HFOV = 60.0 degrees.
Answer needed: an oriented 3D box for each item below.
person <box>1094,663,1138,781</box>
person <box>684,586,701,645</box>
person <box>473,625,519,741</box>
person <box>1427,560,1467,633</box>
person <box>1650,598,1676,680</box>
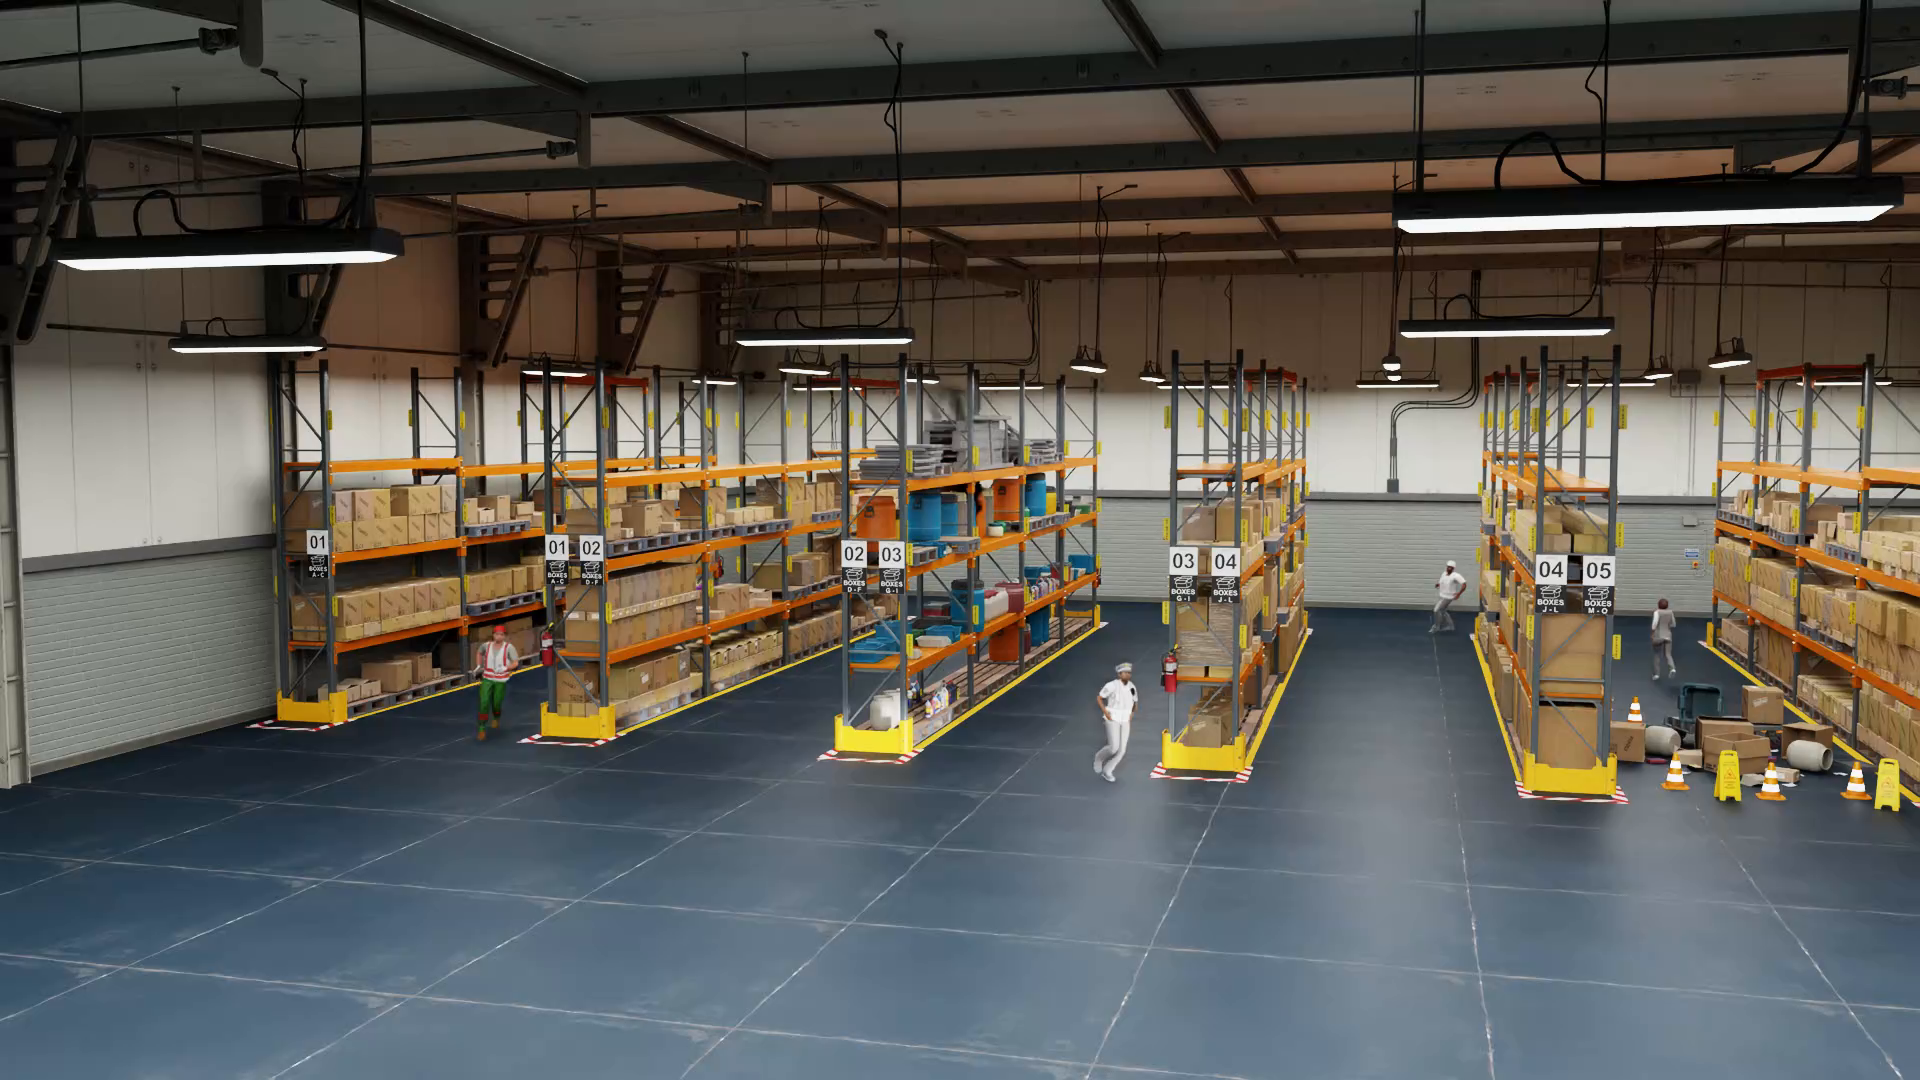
[{"bbox_3d":[2.216,2.521,23.221,0.589,1.644,0.526,-2,4,-24],"label":"person"},{"bbox_3d":[-5.827,1.574,35.779,0.713,1.730,0.661,1,4,18],"label":"person"},{"bbox_3d":[-7.354,2.227,26.379,0.701,1.782,0.946,0,4,-5],"label":"person"},{"bbox_3d":[11.398,1.348,39.027,0.742,1.758,0.695,0,4,-7],"label":"person"},{"bbox_3d":[13.419,1.902,31.727,0.537,1.586,0.881,0,4,1],"label":"person"}]
